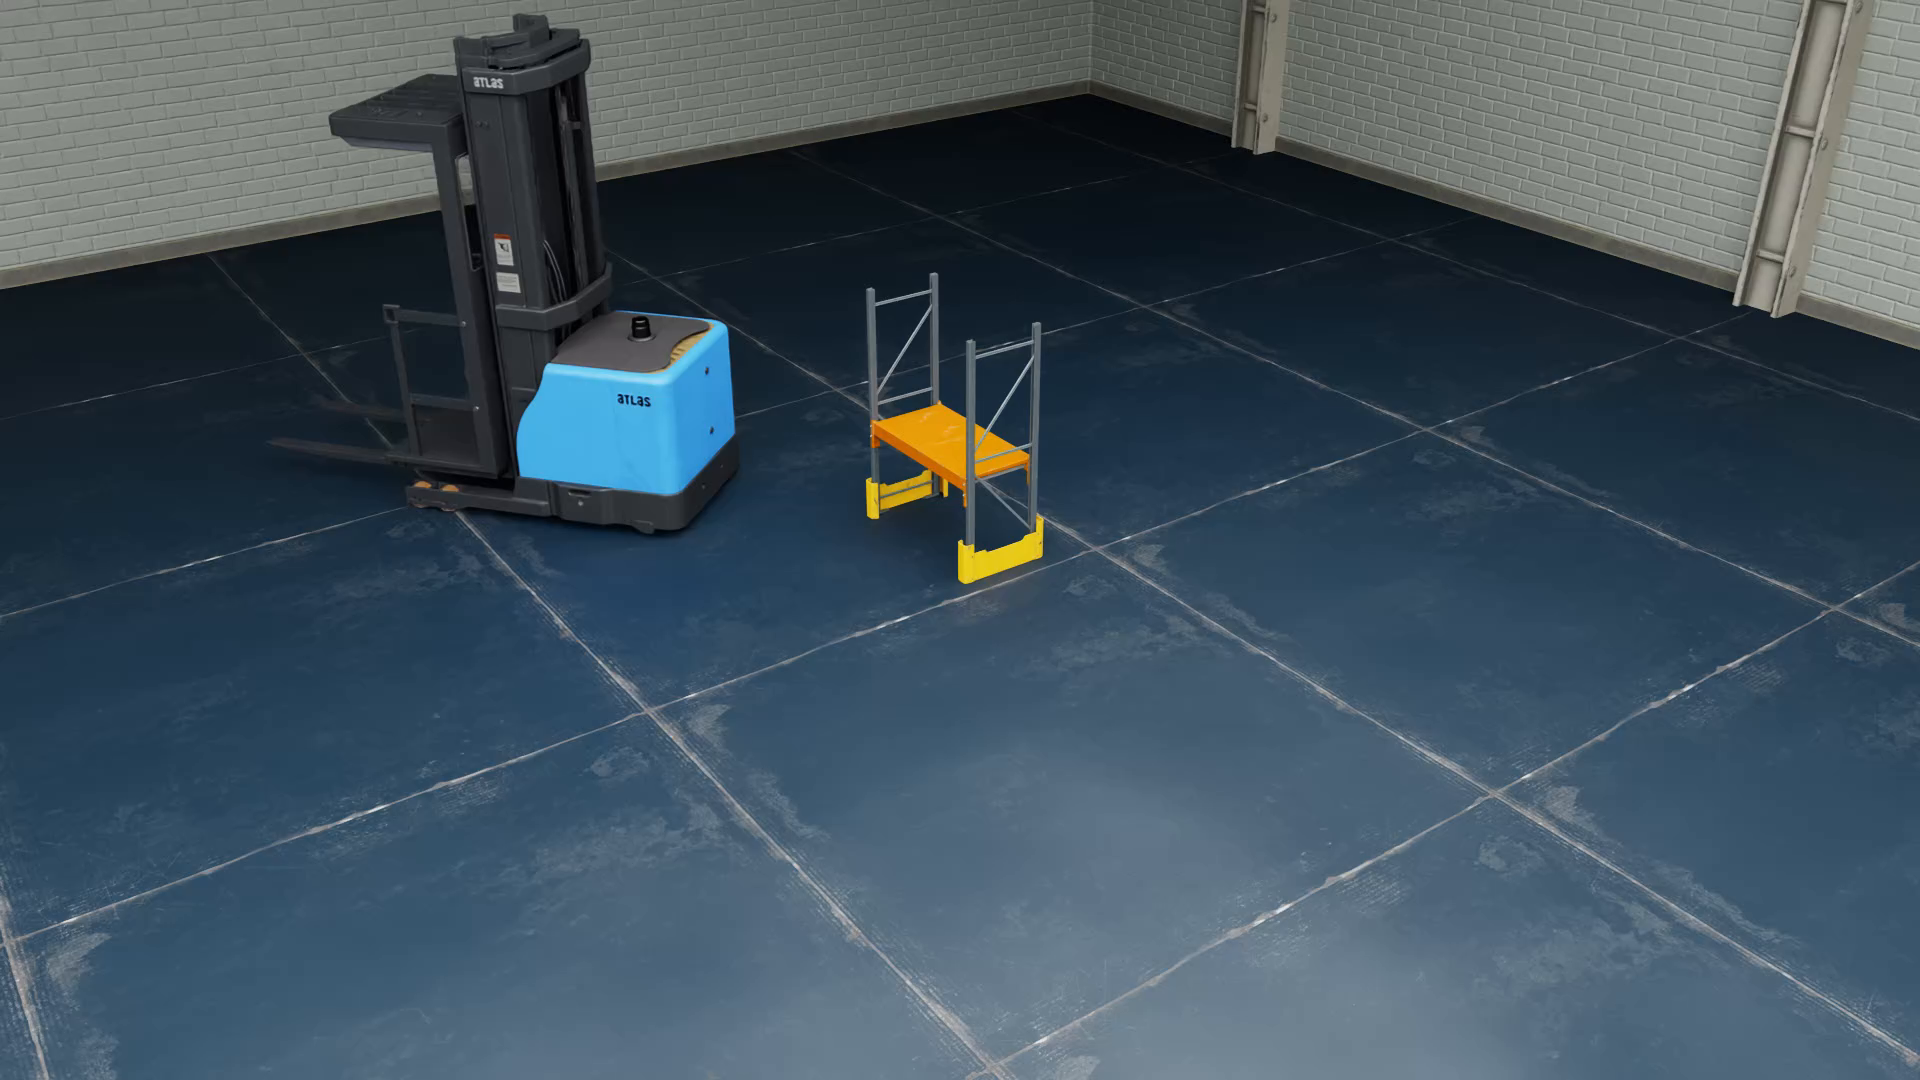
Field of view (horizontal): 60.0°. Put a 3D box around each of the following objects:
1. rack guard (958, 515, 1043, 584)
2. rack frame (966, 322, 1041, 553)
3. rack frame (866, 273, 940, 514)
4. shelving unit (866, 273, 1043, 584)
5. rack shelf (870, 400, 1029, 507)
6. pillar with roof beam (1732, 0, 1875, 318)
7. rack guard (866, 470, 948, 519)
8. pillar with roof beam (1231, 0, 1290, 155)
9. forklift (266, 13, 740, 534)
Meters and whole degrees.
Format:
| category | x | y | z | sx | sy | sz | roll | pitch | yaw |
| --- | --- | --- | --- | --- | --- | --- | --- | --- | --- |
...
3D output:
| category | x | y | z | sx | sy | sz | roll | pitch | yaw |
| --- | --- | --- | --- | --- | --- | --- | --- | --- | --- |
| rack guard | 0.245 | 0.054 | 9.888 | 0.587 | 0.250 | 0.087 | -19 | 34 | -31 |
| rack frame | 0.245 | -0.495 | 9.589 | 0.500 | 1.500 | 0.032 | -19 | 34 | -31 |
| rack frame | -0.344 | -0.890 | 10.317 | 0.500 | 1.500 | 0.032 | -19 | 34 | -31 |
| shelving unit | -0.044 | -0.689 | 9.947 | 0.587 | 1.500 | 1.083 | -19 | 34 | -31 |
| rack shelf | -0.049 | -0.534 | 10.039 | 0.538 | 0.185 | 1.000 | -19 | 34 | -31 |
| pillar with roof beam | 3.170 | -4.694 | 9.463 | 9.100 | 9.000 | 0.400 | -19 | 34 | -31 |
| rack guard | -0.333 | -0.333 | 10.601 | 0.587 | 0.250 | 0.087 | -19 | 34 | -31 |
| pillar with roof beam | -0.311 | -7.026 | 13.758 | 9.100 | 9.000 | 0.400 | -19 | 34 | -31 |
| forklift | -3.034 | -1.702 | 10.312 | 3.031 | 2.935 | 1.130 | 7 | 29 | 13 |
